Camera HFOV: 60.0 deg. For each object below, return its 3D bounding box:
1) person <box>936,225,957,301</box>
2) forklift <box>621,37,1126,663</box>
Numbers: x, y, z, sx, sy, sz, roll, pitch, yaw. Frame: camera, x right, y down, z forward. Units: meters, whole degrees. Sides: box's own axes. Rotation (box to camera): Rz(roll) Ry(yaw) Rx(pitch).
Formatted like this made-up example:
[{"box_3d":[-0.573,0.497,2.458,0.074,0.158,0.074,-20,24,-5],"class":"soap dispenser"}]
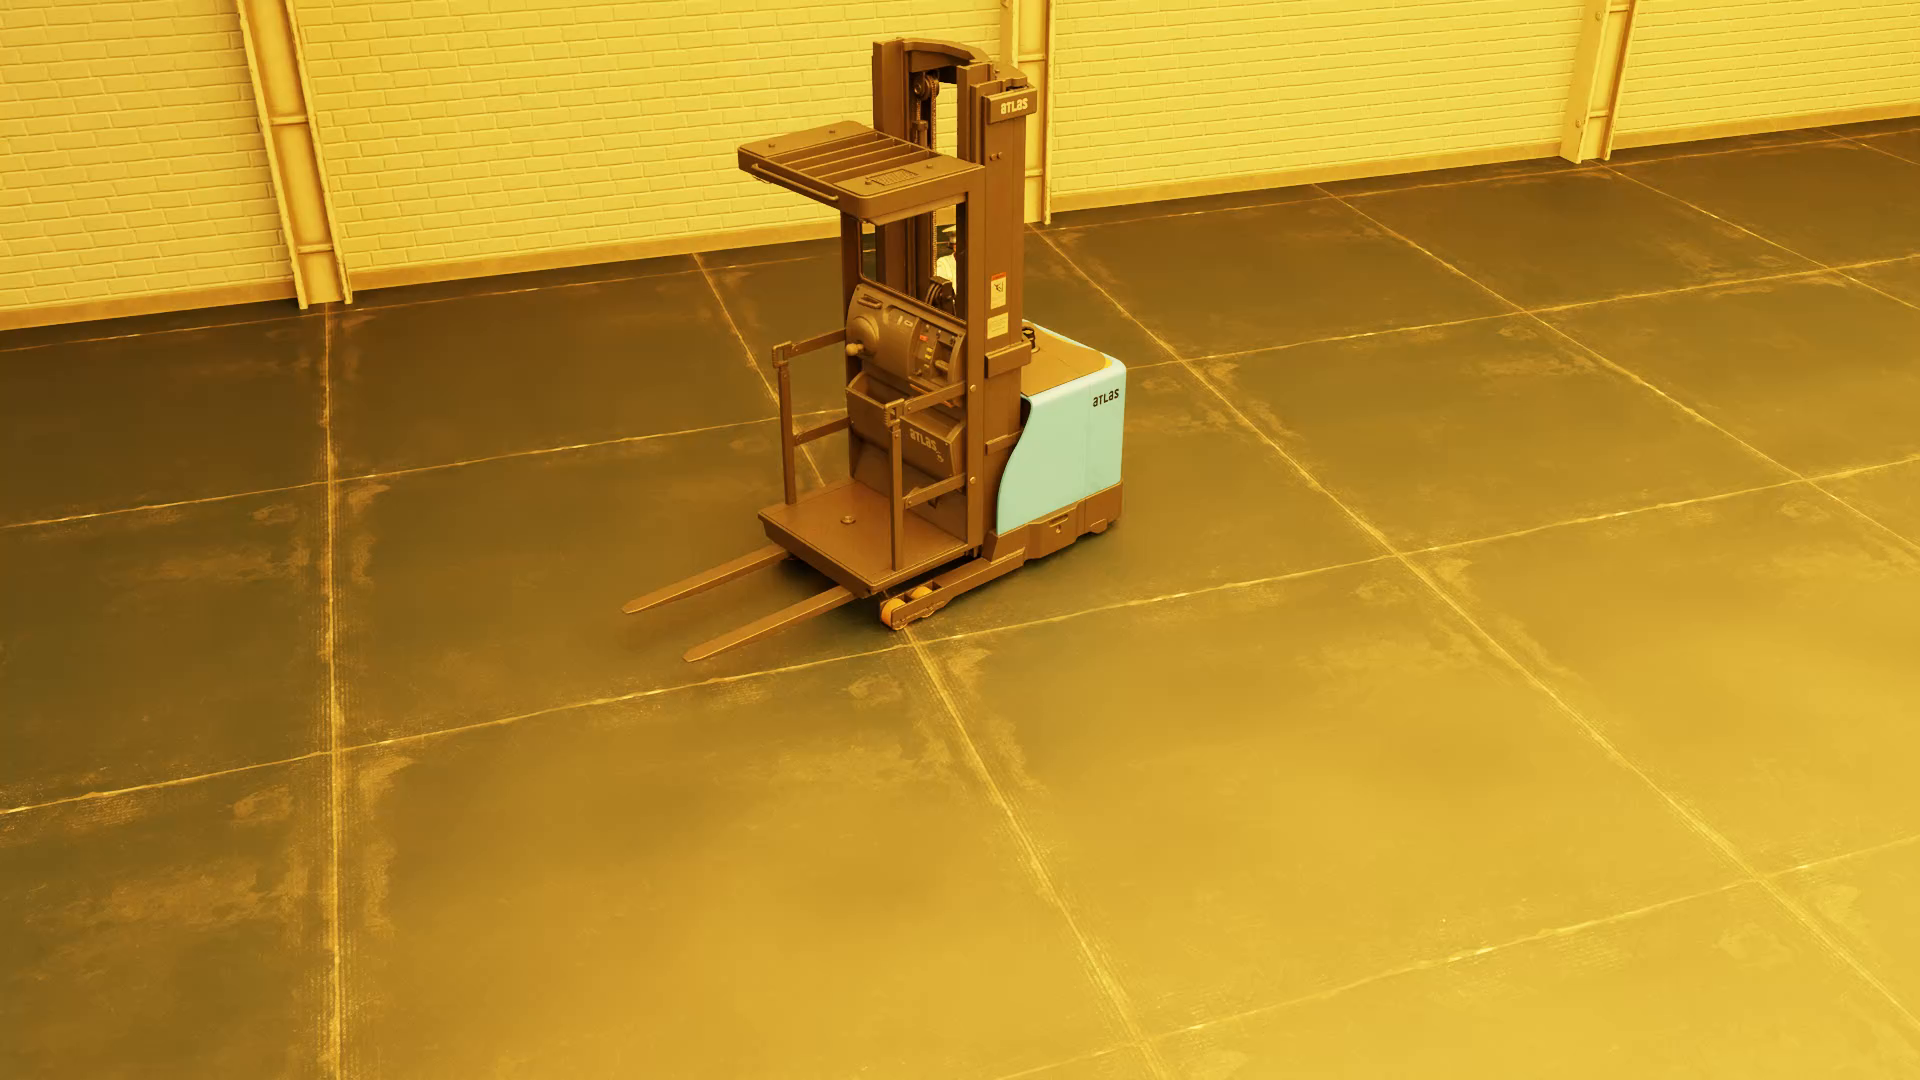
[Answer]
[{"box_3d":[0.033,-1.148,10.321,0.572,1.682,0.567,-18,34,-28],"class":"person"},{"box_3d":[-0.461,-1.072,8.951,3.031,2.935,1.130,-23,37,-34],"class":"forklift"}]
